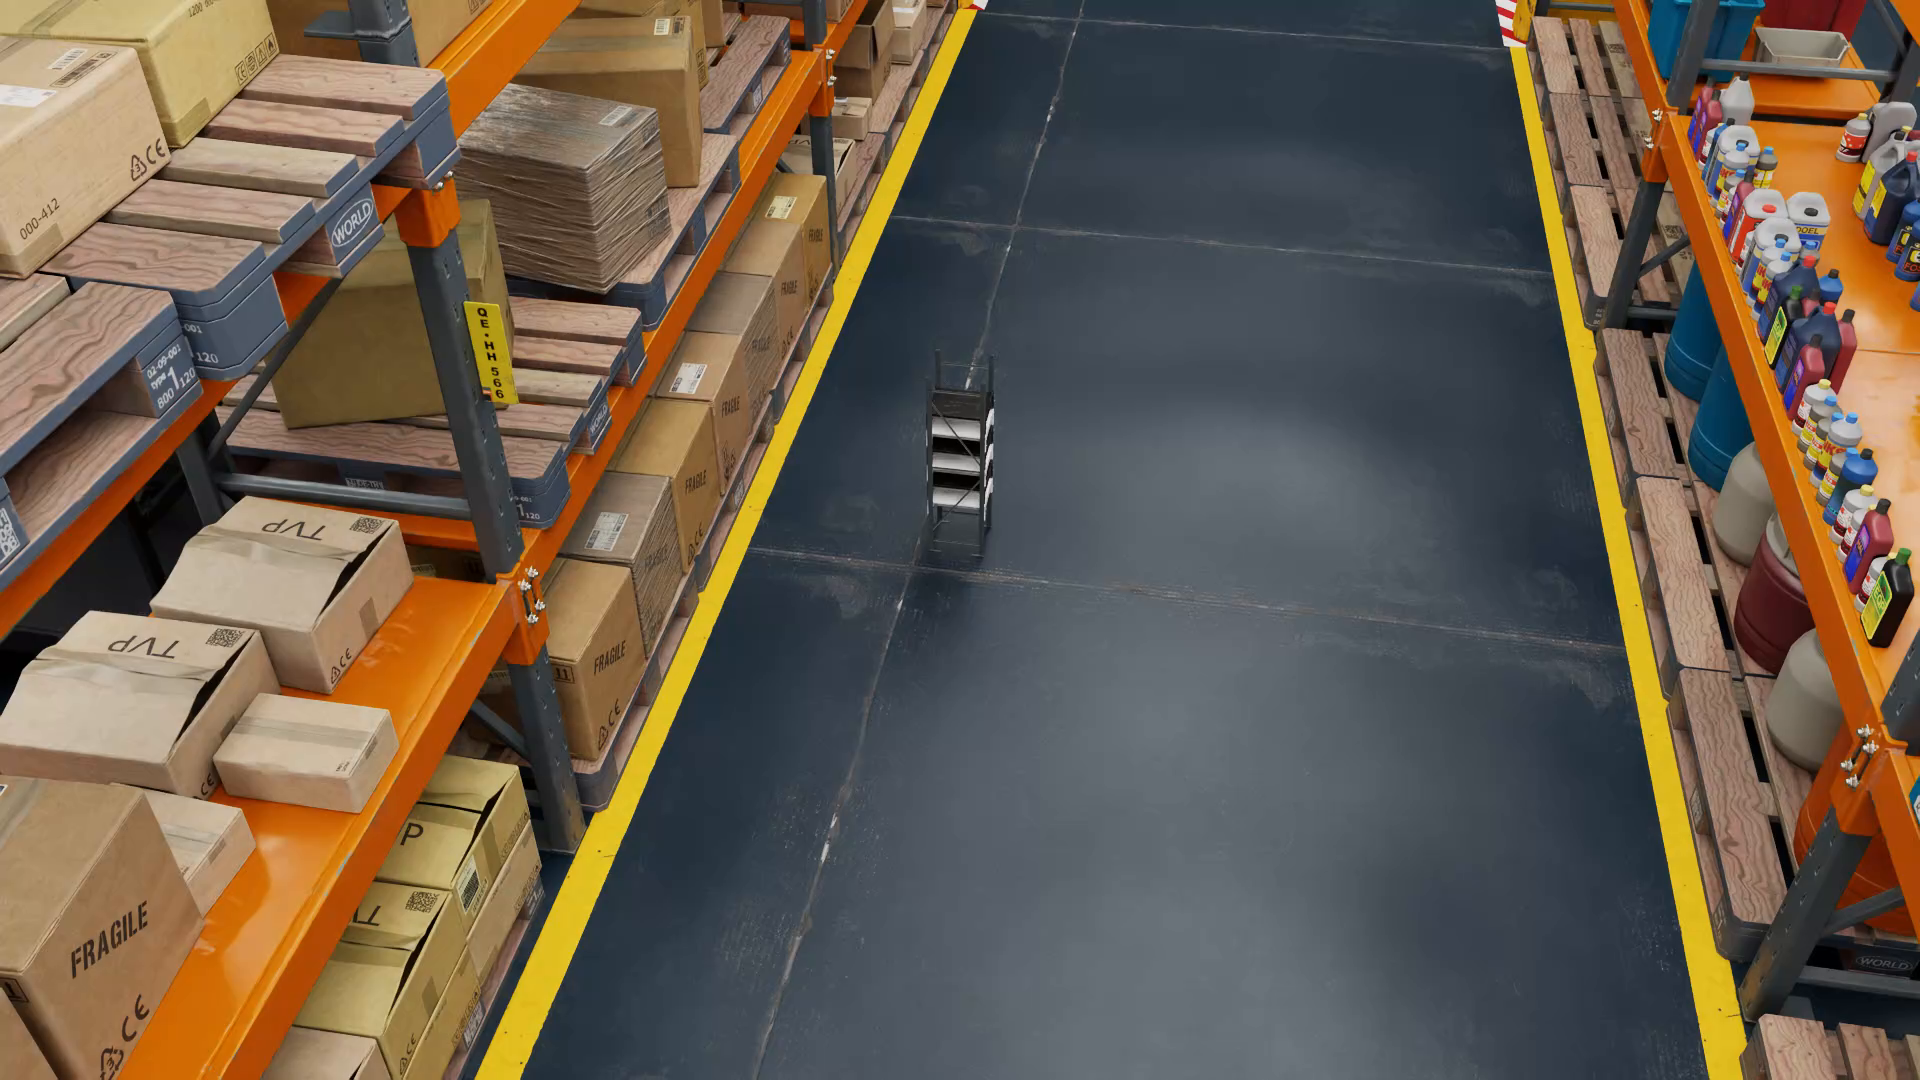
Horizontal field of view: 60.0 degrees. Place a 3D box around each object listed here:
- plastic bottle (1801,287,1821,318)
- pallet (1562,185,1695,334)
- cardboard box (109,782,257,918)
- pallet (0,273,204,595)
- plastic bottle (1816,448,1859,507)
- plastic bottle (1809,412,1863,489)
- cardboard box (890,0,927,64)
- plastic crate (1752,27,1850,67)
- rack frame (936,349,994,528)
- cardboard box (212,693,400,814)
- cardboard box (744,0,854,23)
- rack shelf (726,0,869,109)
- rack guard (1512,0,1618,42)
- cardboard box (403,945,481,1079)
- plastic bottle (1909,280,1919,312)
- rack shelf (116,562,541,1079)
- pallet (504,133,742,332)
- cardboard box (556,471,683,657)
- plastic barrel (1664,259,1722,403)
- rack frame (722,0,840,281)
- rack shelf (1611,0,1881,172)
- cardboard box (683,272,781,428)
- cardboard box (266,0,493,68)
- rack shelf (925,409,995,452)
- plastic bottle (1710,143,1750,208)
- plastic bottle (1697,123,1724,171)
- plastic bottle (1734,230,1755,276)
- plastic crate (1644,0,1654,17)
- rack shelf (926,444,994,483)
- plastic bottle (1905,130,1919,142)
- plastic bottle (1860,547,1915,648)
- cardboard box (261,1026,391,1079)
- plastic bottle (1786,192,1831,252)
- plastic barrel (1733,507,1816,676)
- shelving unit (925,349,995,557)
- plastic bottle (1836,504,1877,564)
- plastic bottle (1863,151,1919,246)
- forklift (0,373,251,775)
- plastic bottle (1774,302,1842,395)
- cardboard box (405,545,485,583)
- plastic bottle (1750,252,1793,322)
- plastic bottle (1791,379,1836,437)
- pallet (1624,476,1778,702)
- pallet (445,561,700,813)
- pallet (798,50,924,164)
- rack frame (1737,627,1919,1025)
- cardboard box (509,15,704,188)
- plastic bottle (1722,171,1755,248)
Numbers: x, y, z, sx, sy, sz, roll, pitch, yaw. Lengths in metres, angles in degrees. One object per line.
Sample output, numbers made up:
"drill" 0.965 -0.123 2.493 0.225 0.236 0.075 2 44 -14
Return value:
"plastic bottle" 2.995 -0.747 5.891 0.061 0.283 0.133 6 40 8
"pallet" 3.813 -1.482 8.877 1.003 0.211 1.213 6 40 8
"cardboard box" -2.011 0.774 4.156 0.380 0.149 0.250 9 40 11
"pallet" -2.066 -0.074 2.780 1.003 0.211 1.213 8 40 10
"plastic bottle" 2.810 -0.203 5.298 0.097 0.201 0.097 0 40 0
"plastic bottle" 2.827 -0.291 5.349 0.097 0.271 0.097 0 40 0
"cardboard box" -0.507 -3.298 10.698 0.500 0.250 0.500 6 40 8
"plastic crate" 3.945 -2.289 7.824 0.396 0.136 0.243 6 40 8
"rack frame" 0.019 -0.416 7.047 0.240 0.900 0.006 6 40 8
"cardboard box" -1.730 0.563 4.412 0.380 0.149 0.250 6 40 8
"cardboard box" -0.797 -2.968 8.407 0.500 0.500 0.500 7 40 9
"rack shelf" -0.808 -3.617 9.836 1.077 0.370 4.000 6 40 8
"rack guard" 4.408 -3.654 11.278 1.175 0.500 0.348 6 40 8
"cardboard box" -1.783 1.450 4.971 0.500 0.250 0.500 6 40 7
"plastic bottle" 3.634 -0.985 6.188 0.097 0.271 0.097 0 40 0
"rack shelf" -2.192 1.403 3.763 1.077 0.370 4.000 6 40 8
"pallet" -1.514 -1.276 6.590 1.003 0.211 1.213 6 40 8
"cardboard box" -1.401 0.081 6.414 0.500 0.500 0.500 5 40 6
"plastic barrel" 3.613 -1.104 7.549 0.600 0.901 0.708 6 40 8
"rack frame" -1.154 -2.639 8.088 1.000 3.000 0.127 6 40 8
"rack shelf" 4.070 -3.069 9.172 1.077 0.370 4.000 6 40 8
"cardboard box" -1.138 -0.880 7.577 0.500 0.500 0.500 7 40 8
"cardboard box" -1.804 -1.601 4.400 0.910 0.500 0.500 6 40 8
"rack shelf" 0.001 -0.465 6.876 0.258 0.077 0.200 6 40 8
"plastic bottle" 3.158 -1.493 6.803 0.097 0.271 0.097 0 40 0
"plastic bottle" 3.215 -1.673 7.075 0.097 0.201 0.097 0 40 0
"plastic bottle" 3.062 -1.115 6.400 0.097 0.201 0.097 0 40 0
"plastic crate" 3.653 -2.740 8.379 0.437 0.125 0.590 6 40 8
"rack shelf" 0.001 -0.326 6.991 0.258 0.077 0.200 6 40 8
"plastic bottle" 3.979 -1.613 6.938 0.061 0.283 0.133 6 40 8
"plastic bottle" 2.682 0.164 4.790 0.061 0.283 0.133 6 40 8
"cardboard box" -1.868 1.552 4.407 0.500 0.311 0.500 6 40 7
"plastic bottle" 3.258 -1.197 6.441 0.152 0.276 0.135 6 40 8
"plastic barrel" 3.295 0.169 6.254 0.600 0.588 0.708 6 40 8
"shelving unit" 0.001 -0.352 6.969 0.258 0.900 0.210 6 40 8
"plastic bottle" 2.760 -0.020 5.076 0.097 0.201 0.097 0 40 0
"plastic bottle" 3.713 -1.359 6.578 0.144 0.351 0.185 6 40 8
"forklift" -3.460 -0.812 5.932 1.130 2.935 3.031 7 40 9
"plastic bottle" 2.948 -0.675 5.751 0.144 0.351 0.185 6 40 8
"cardboard box" -1.915 0.052 6.450 0.500 0.500 0.500 8 40 9
"plastic bottle" 3.005 -0.935 6.128 0.097 0.271 0.097 0 40 0
"plastic bottle" 2.878 -0.448 5.593 0.097 0.201 0.097 0 40 0
"pallet" 3.341 0.231 6.804 1.003 0.211 1.213 6 40 8
"pallet" -1.680 0.481 6.502 1.003 0.211 1.213 6 40 8
"pallet" -0.825 -2.763 10.427 1.003 0.211 1.213 6 40 8
"rack frame" 3.032 0.420 4.389 1.000 3.000 0.127 6 40 8
"cardboard box" -1.399 -1.724 6.573 0.700 0.500 0.500 -3 40 -4
"plastic bottle" 3.087 -1.305 6.566 0.061 0.283 0.133 6 40 8
